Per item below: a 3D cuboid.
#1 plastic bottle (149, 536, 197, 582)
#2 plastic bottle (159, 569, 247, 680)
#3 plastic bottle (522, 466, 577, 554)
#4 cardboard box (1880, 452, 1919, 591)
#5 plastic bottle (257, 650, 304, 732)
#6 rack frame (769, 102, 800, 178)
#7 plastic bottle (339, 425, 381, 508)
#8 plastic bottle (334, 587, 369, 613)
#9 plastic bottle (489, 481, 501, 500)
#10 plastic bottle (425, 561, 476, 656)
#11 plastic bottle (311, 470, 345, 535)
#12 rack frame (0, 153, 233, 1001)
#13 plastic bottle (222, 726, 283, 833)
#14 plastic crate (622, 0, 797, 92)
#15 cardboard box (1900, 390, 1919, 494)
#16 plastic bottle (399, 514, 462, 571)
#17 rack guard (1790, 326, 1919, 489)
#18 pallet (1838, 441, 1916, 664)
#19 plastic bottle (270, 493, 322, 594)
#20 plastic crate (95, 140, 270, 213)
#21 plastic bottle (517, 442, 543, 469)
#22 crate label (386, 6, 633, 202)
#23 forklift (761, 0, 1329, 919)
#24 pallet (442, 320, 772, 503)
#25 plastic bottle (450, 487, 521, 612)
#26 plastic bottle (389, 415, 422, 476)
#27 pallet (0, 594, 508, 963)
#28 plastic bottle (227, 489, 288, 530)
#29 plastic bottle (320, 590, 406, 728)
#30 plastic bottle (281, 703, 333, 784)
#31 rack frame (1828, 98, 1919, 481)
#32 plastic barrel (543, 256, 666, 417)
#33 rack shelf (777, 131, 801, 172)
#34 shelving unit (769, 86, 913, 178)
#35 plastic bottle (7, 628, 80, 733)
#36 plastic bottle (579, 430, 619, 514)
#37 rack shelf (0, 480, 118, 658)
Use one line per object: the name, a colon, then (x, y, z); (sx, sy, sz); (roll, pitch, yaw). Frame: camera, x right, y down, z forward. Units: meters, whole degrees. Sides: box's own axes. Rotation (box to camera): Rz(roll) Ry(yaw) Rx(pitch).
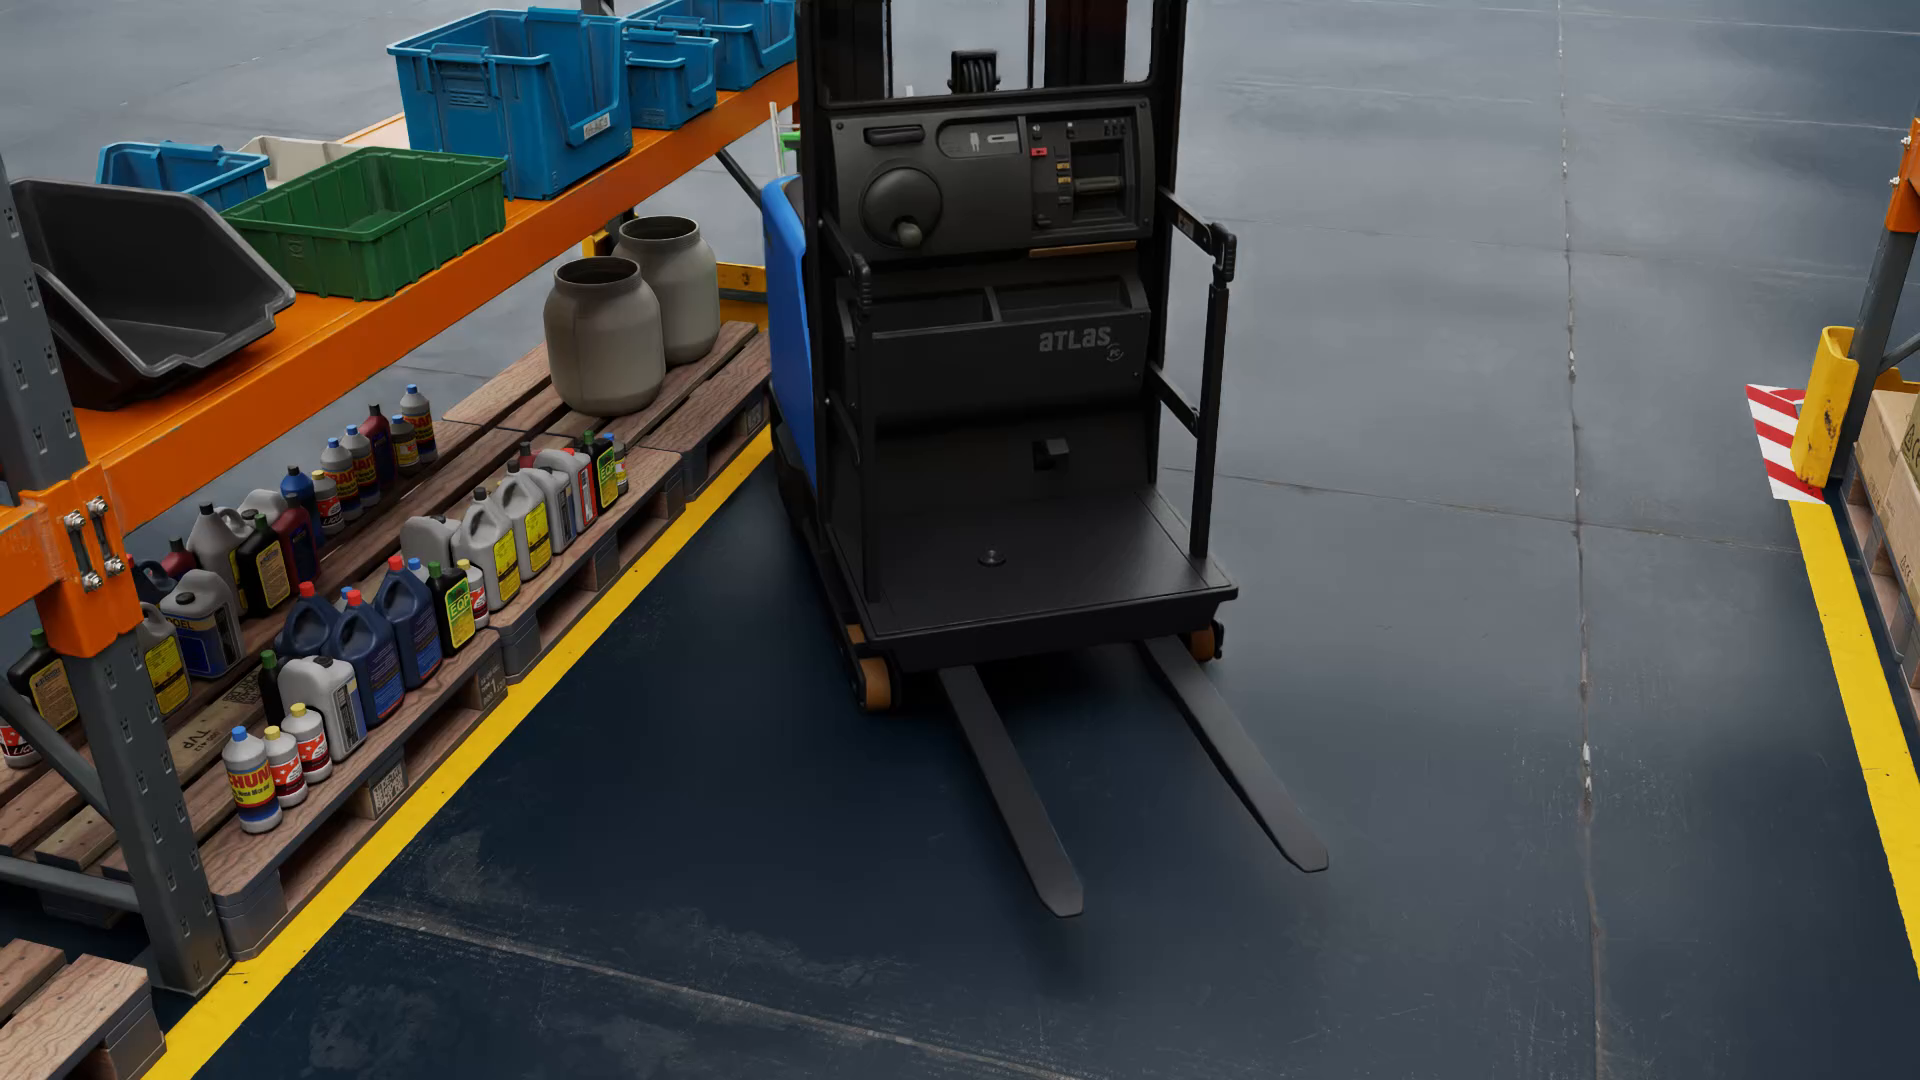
plastic bottle: (-2.242, 0.136, 4.761); (0.061, 0.283, 0.133); (11, 31, 18)
plastic bottle: (-2.101, 0.230, 4.599); (0.152, 0.276, 0.135); (8, 30, 15)
plastic bottle: (-1.307, -0.115, 5.220); (0.152, 0.276, 0.135); (8, 30, 13)
cardboard box: (3.175, -0.029, 5.114); (0.500, 0.250, 0.500); (8, 30, 15)
plastic bottle: (-1.740, 0.393, 4.300); (0.061, 0.283, 0.133); (8, 30, 15)
rack frame: (-0.575, -1.048, 6.322); (0.015, 1.200, 0.240); (-22, 26, -38)
plastic bottle: (-1.976, -0.249, 5.466); (0.097, 0.271, 0.097); (0, 29, 0)
plastic bottle: (-1.659, 0.252, 4.565); (0.097, 0.271, 0.097); (0, 29, 0)
plastic bottle: (-1.431, -0.091, 5.254); (0.097, 0.201, 0.097); (0, 29, 0)
plastic bottle: (-1.442, 0.173, 4.695); (0.061, 0.283, 0.133); (10, 31, 17)
plastic bottle: (-2.035, -0.126, 5.316); (0.097, 0.201, 0.097); (0, 29, 0)
rack frame: (-2.220, -0.347, 3.289); (1.000, 3.000, 0.127); (8, 30, 15)
plastic bottle: (-1.707, 0.567, 3.999); (0.097, 0.271, 0.097); (0, 29, 0)
plastic crate: (-0.907, -1.866, 6.172); (0.499, 0.251, 0.616); (8, 30, 15)
cardboard box: (3.173, -0.357, 4.932); (0.500, 0.500, 0.500); (8, 30, 15)
plastic bottle: (-1.555, 0.040, 4.942); (0.152, 0.276, 0.135); (8, 30, 15)
rack guard: (3.695, -0.417, 5.985); (1.175, 0.500, 0.348); (8, 30, 15)
pallet: (3.504, 0.082, 5.385); (1.003, 0.211, 1.213); (8, 30, 15)
plastic bottle: (-2.002, 0.008, 4.992); (0.061, 0.283, 0.133); (8, 30, 15)
plastic crate: (-2.154, -0.835, 4.319); (0.499, 0.251, 0.616); (8, 30, 15)
plastic bottle: (-1.368, -0.197, 5.360); (0.061, 0.283, 0.133); (8, 30, 15)
crate label: (-1.327, -1.328, 5.015); (0.502, 0.435, 0.616); (8, 30, 15)
forklift: (0.159, -0.986, 4.507); (1.130, 2.935, 3.031); (-7, 30, -13)
pallet: (-1.267, -0.569, 6.556); (1.003, 0.211, 1.213); (8, 30, 15)
plastic bottle: (-1.406, 0.017, 4.907); (0.144, 0.351, 0.185); (8, 30, 14)
plastic bottle: (-1.906, -0.329, 5.683); (0.097, 0.201, 0.097); (0, 29, 0)
pallet: (-1.983, 0.565, 4.517); (1.003, 0.211, 1.213); (8, 30, 15)
plastic bottle: (-2.104, -0.004, 5.021); (0.152, 0.276, 0.135); (9, 30, 16)
plastic bottle: (-1.586, 0.302, 4.394); (0.144, 0.351, 0.185); (9, 30, 16)
plastic bottle: (-1.647, 0.503, 4.186); (0.097, 0.201, 0.097); (0, 29, 0)
rack frame: (3.688, -1.498, 5.357); (1.000, 3.000, 0.127); (8, 30, 15)
plastic barrel: (-1.313, -0.753, 6.145); (0.421, 0.512, 0.421); (0, 29, 0)
rack shelf: (-0.431, -1.508, 6.330); (0.480, 0.148, 0.258); (-22, 26, -38)
shelving unit: (-0.396, -1.118, 6.472); (0.503, 1.200, 0.258); (-22, 26, -38)
plastic bottle: (-2.394, 0.377, 4.329); (0.061, 0.283, 0.133); (10, 31, 17)
plastic bottle: (-1.183, -0.239, 5.435); (0.061, 0.283, 0.133); (9, 30, 16)
rack shelf: (-2.807, 0.896, 1.793); (1.077, 0.370, 4.000); (8, 30, 15)
